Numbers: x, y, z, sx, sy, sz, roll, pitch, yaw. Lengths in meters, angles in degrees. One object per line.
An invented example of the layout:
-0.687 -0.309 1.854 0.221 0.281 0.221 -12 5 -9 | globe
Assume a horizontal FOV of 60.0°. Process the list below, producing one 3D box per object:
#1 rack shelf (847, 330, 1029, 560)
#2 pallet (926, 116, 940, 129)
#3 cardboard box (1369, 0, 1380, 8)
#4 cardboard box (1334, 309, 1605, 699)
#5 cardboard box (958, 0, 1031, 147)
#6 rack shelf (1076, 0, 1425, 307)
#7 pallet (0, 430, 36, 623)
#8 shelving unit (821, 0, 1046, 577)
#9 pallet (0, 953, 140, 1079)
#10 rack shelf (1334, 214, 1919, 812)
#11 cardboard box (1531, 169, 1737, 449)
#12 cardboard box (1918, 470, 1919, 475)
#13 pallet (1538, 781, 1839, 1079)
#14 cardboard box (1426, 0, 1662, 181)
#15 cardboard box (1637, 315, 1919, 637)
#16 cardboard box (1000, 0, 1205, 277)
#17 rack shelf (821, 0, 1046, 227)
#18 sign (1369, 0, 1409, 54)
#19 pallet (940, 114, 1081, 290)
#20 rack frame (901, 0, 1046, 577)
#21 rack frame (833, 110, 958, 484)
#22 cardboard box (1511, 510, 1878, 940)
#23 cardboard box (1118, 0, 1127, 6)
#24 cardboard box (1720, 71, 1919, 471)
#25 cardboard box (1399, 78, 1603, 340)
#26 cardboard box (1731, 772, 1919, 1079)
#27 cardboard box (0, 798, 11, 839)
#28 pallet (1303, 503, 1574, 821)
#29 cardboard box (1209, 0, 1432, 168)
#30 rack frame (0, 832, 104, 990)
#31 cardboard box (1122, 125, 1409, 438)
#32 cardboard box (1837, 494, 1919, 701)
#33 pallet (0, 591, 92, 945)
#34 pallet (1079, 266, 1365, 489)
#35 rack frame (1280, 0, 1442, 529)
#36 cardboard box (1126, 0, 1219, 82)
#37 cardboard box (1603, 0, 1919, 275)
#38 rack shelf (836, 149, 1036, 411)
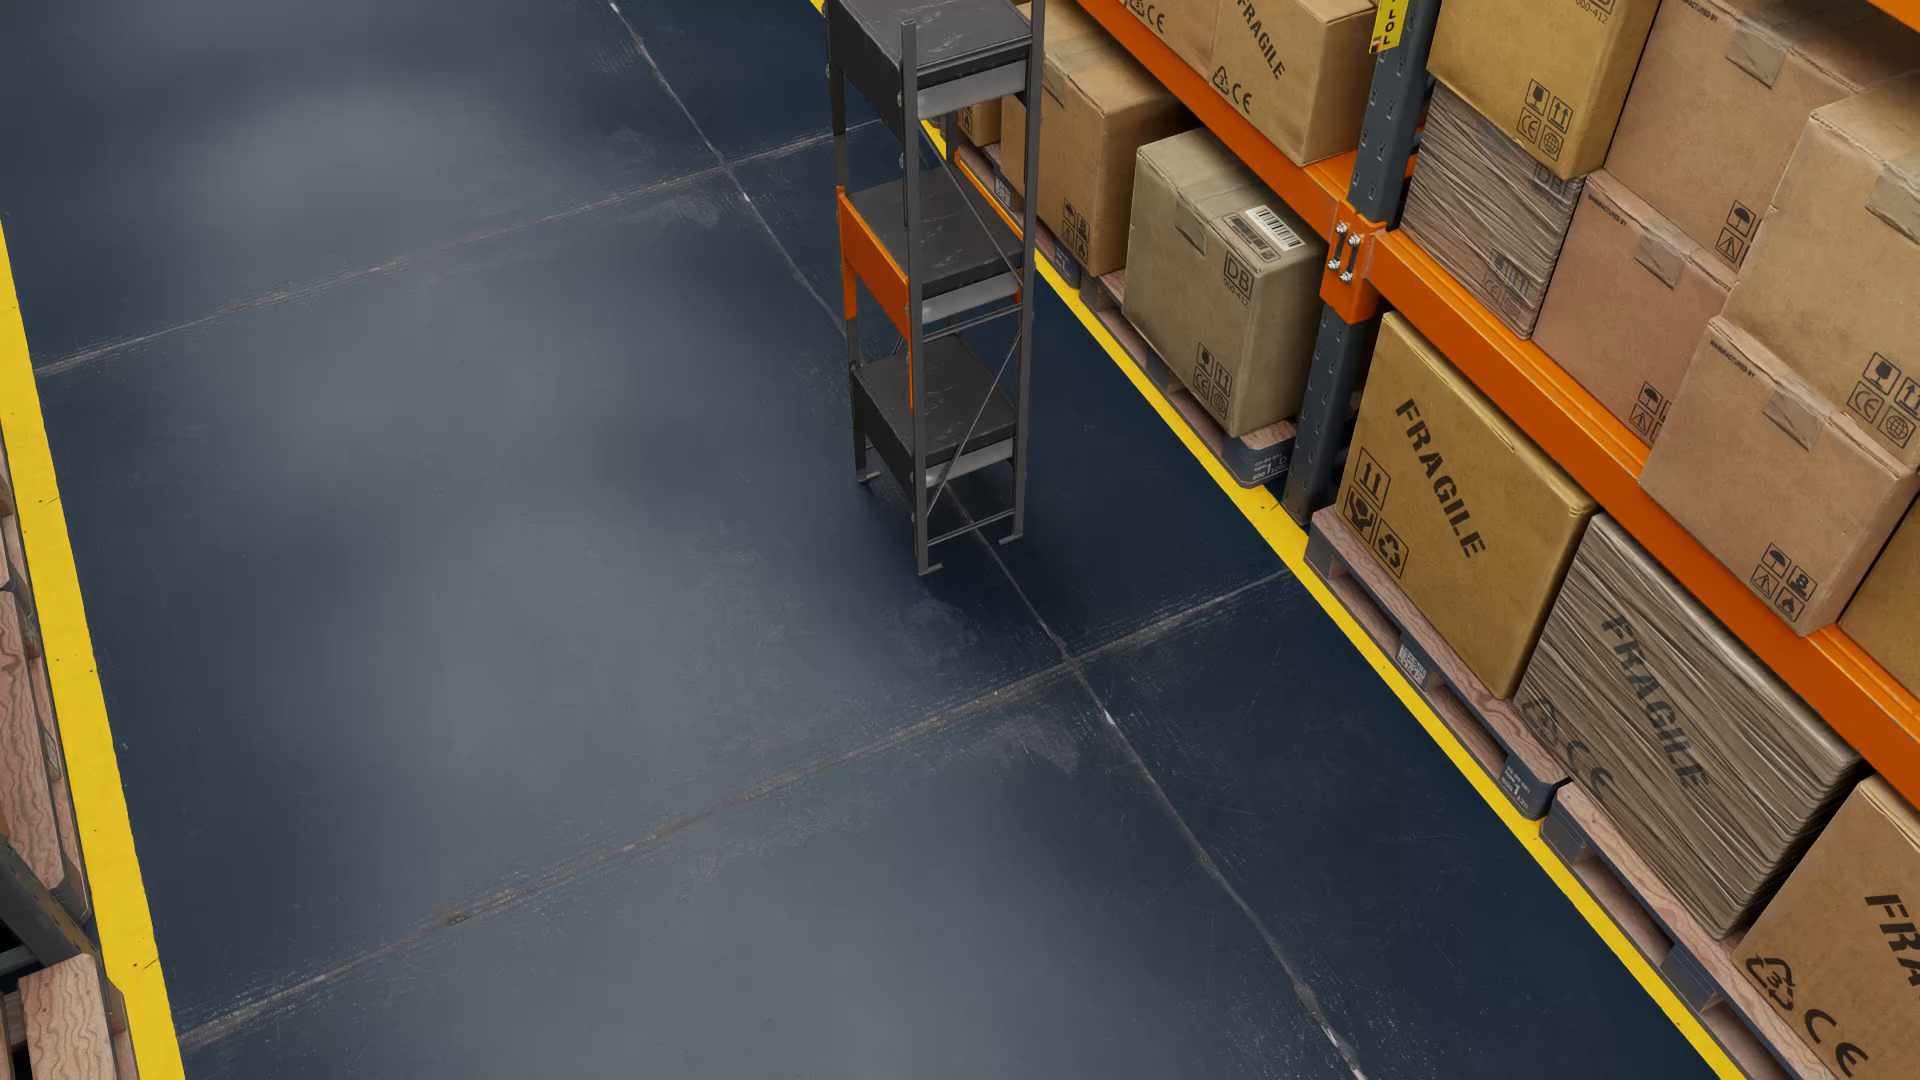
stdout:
-0.076 -0.332 5.594 0.431 0.518 0.480 -21 52 -18 | rack shelf
0.063 -2.447 7.750 1.003 0.211 1.213 -21 52 -18 | pallet
1.367 -1.934 4.718 0.700 0.500 0.500 -22 52 -18 | cardboard box
1.825 -0.235 5.095 0.875 0.875 0.875 -20 52 -17 | cardboard box
0.371 -2.294 6.979 1.050 0.750 0.750 -20 52 -17 | cardboard box
0.685 -2.343 6.285 1.077 0.370 4.000 -21 52 -18 | rack shelf
-3.777 -0.021 5.628 1.003 0.211 1.213 -21 52 -18 | pallet
-0.076 -0.802 5.057 0.431 2.100 0.503 -21 52 -18 | shelving unit
-2.518 1.755 4.075 1.003 0.211 1.213 -21 52 -18 | pallet
2.515 0.334 3.943 1.077 0.370 4.000 -21 52 -18 | rack shelf
2.051 -0.688 4.259 0.875 0.550 0.550 -21 52 -18 | cardboard box
2.467 -0.299 3.201 0.875 0.550 0.500 -21 52 -18 | cardboard box
2.440 1.030 4.709 1.003 0.211 1.213 -21 52 -18 | pallet
1.738 -1.388 4.154 0.875 0.550 0.550 -21 52 -18 | cardboard box
2.193 -0.286 3.907 0.875 0.550 0.550 -21 52 -18 | cardboard box
0.798 -1.670 6.434 1.050 0.750 0.750 -21 52 -18 | cardboard box
-0.076 -1.254 4.540 0.431 0.518 0.480 -21 52 -18 | rack shelf
1.122 -1.403 4.268 0.100 0.325 0.005 -21 52 -18 | sign
0.617 -1.631 7.037 1.003 0.211 1.213 -21 52 -18 | pallet
0.036 -0.639 4.914 0.400 2.100 0.015 -21 52 -18 | rack frame
-0.187 -0.965 5.199 0.400 2.100 0.015 -21 52 -18 | rack frame
2.241 0.367 4.569 0.875 0.875 0.875 -21 52 -17 | cardboard box
0.661 -2.208 5.622 0.500 0.500 0.500 -21 52 -17 | cardboard box
2.218 -0.651 3.509 0.875 0.550 0.550 -21 52 -18 | cardboard box
1.779 -1.048 4.574 0.875 0.550 0.550 -21 52 -18 | cardboard box
2.657 0.978 4.035 0.875 0.875 0.875 -22 52 -18 | cardboard box
-3.119 0.659 4.549 0.700 0.500 0.500 -25 53 -20 | cardboard box
1.878 0.212 5.424 1.003 0.211 1.213 -21 52 -18 | pallet
1.123 -1.532 5.030 0.500 0.500 0.500 -21 52 -18 | cardboard box
-2.857 0.399 3.408 1.000 3.000 0.127 -21 52 -18 | rack frame
1.236 -1.024 5.868 1.050 0.750 0.750 -21 52 -18 | cardboard box
2.525 0.034 3.627 0.875 0.550 0.500 -21 52 -18 | cardboard box
-3.214 0.797 4.913 1.003 0.211 1.213 -21 52 -18 | pallet
1.180 -0.814 6.322 1.003 0.211 1.213 -21 52 -18 | pallet
1.600 -1.241 4.843 1.000 3.000 0.127 -21 52 -18 | rack frame
0.892 -1.870 5.326 0.500 0.500 0.500 -22 52 -18 | cardboard box
2.093 -1.059 3.867 0.875 0.550 0.550 -21 52 -18 | cardboard box
-0.076 -0.793 5.067 0.431 0.518 0.480 -21 52 -18 | rack shelf
